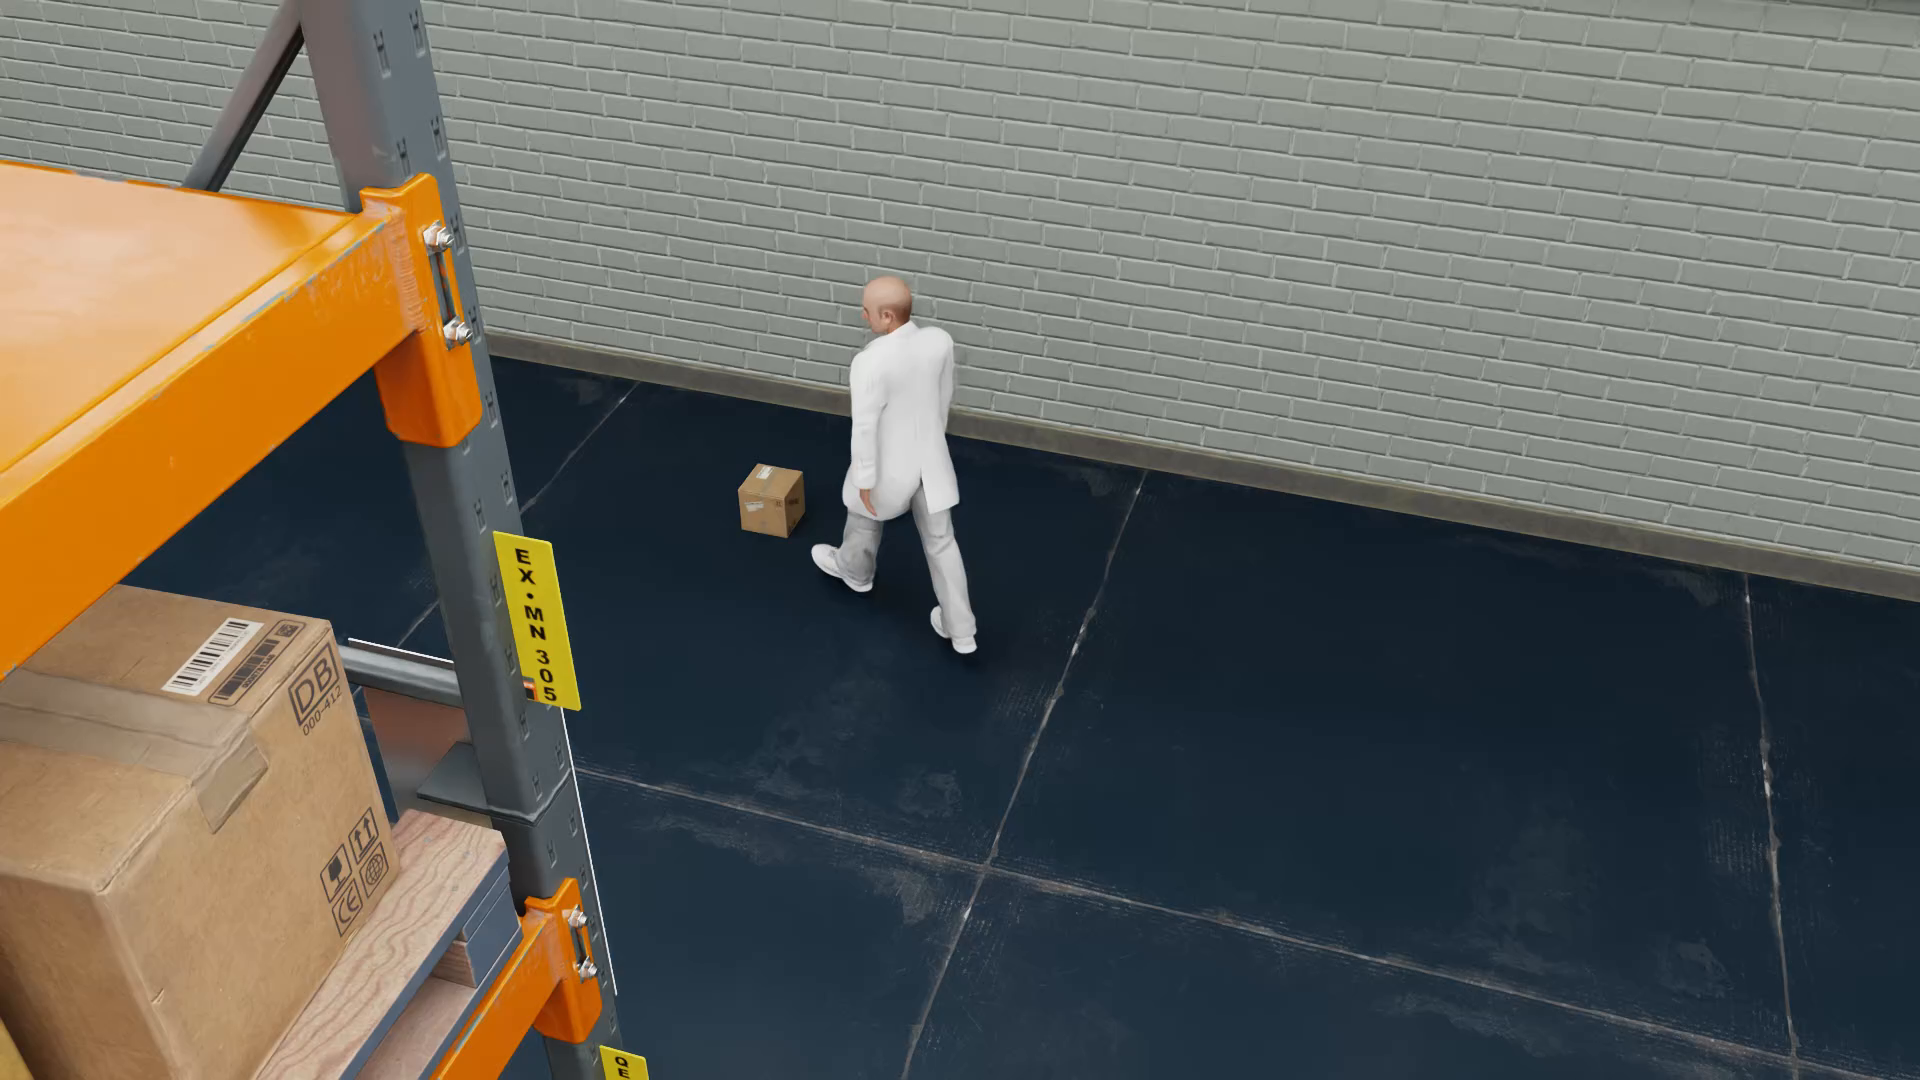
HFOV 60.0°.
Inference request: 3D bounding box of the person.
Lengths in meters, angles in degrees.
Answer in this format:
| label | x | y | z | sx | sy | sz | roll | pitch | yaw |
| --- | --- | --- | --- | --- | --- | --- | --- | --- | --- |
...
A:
| label | x | y | z | sx | sy | sz | roll | pitch | yaw |
| --- | --- | --- | --- | --- | --- | --- | --- | --- | --- |
| person | -0.278 | -0.380 | 7.400 | 0.597 | 1.730 | 1.068 | -22 | 42 | -26 |
